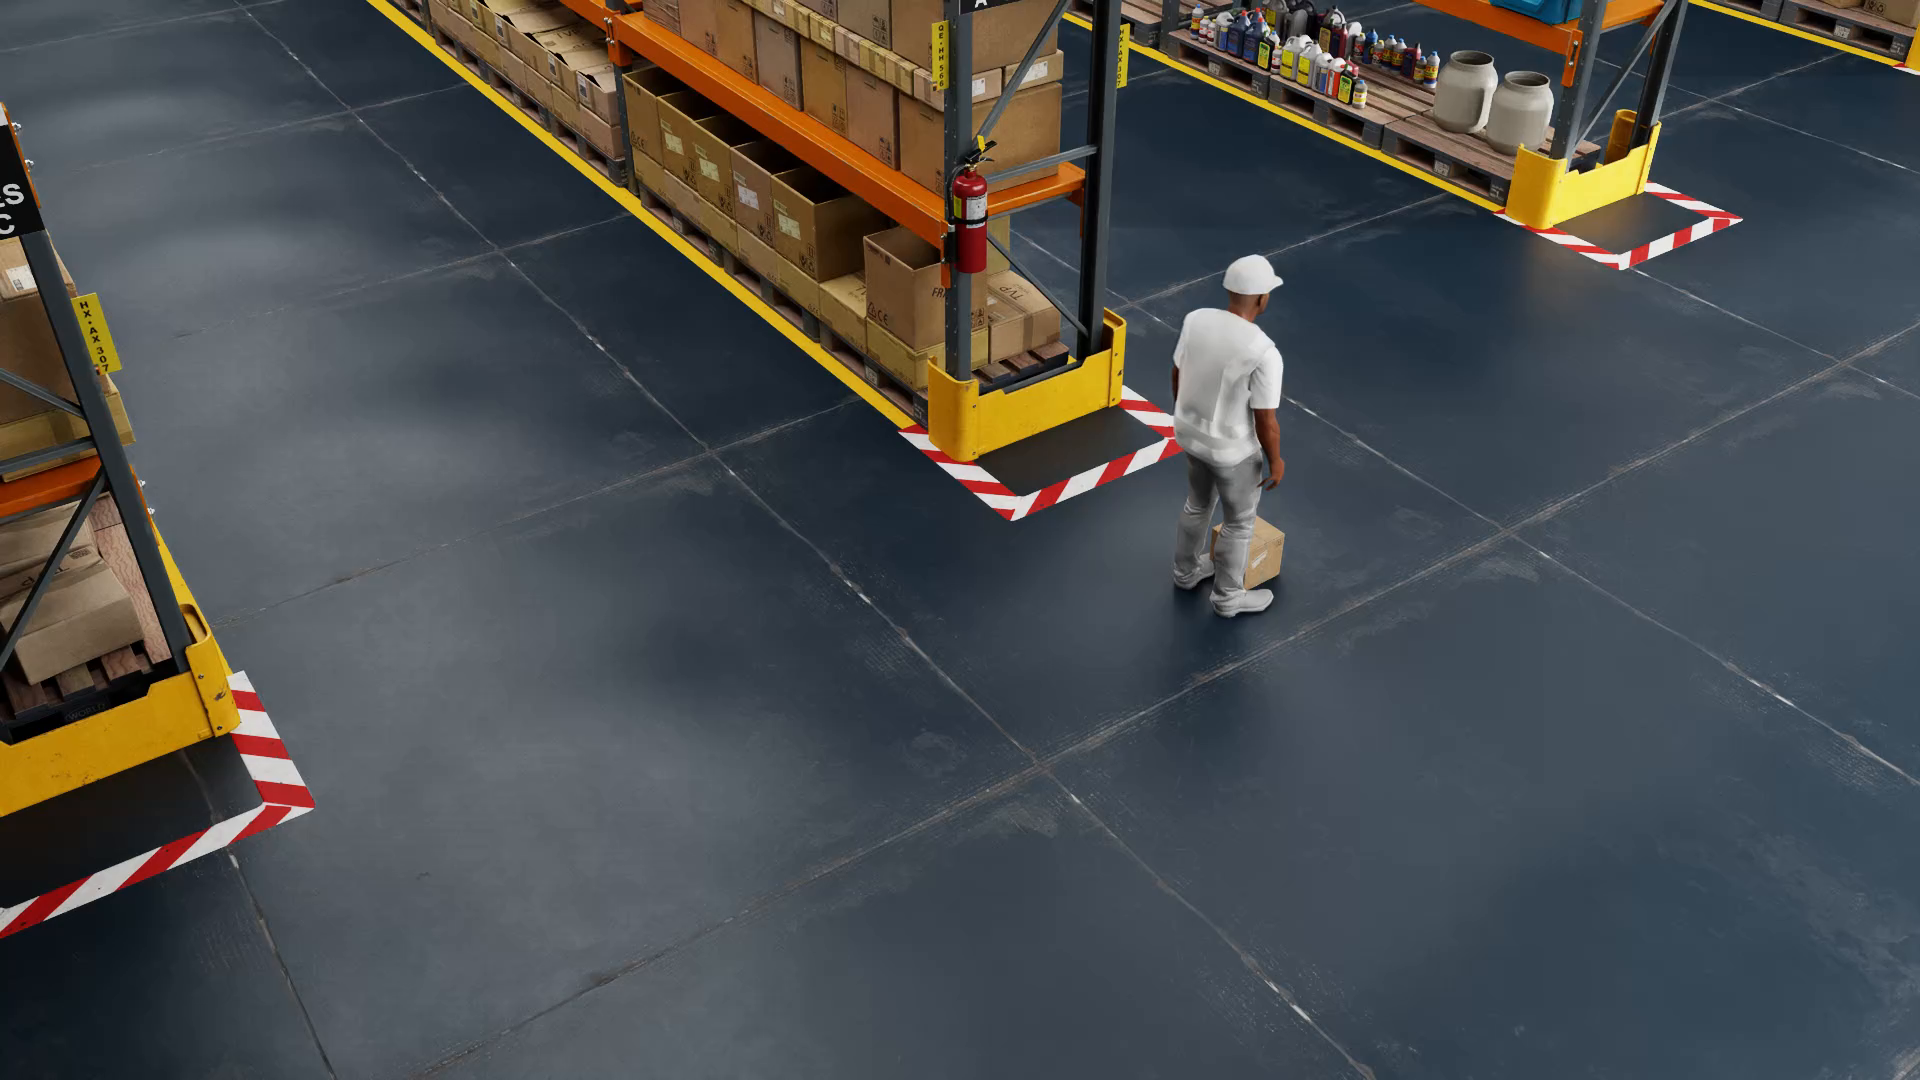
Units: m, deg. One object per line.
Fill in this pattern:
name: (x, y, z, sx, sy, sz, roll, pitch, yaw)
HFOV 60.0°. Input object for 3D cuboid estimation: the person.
person: (1.226, -0.476, 7.638, 0.457, 1.761, 0.638, -24, 43, -29)
